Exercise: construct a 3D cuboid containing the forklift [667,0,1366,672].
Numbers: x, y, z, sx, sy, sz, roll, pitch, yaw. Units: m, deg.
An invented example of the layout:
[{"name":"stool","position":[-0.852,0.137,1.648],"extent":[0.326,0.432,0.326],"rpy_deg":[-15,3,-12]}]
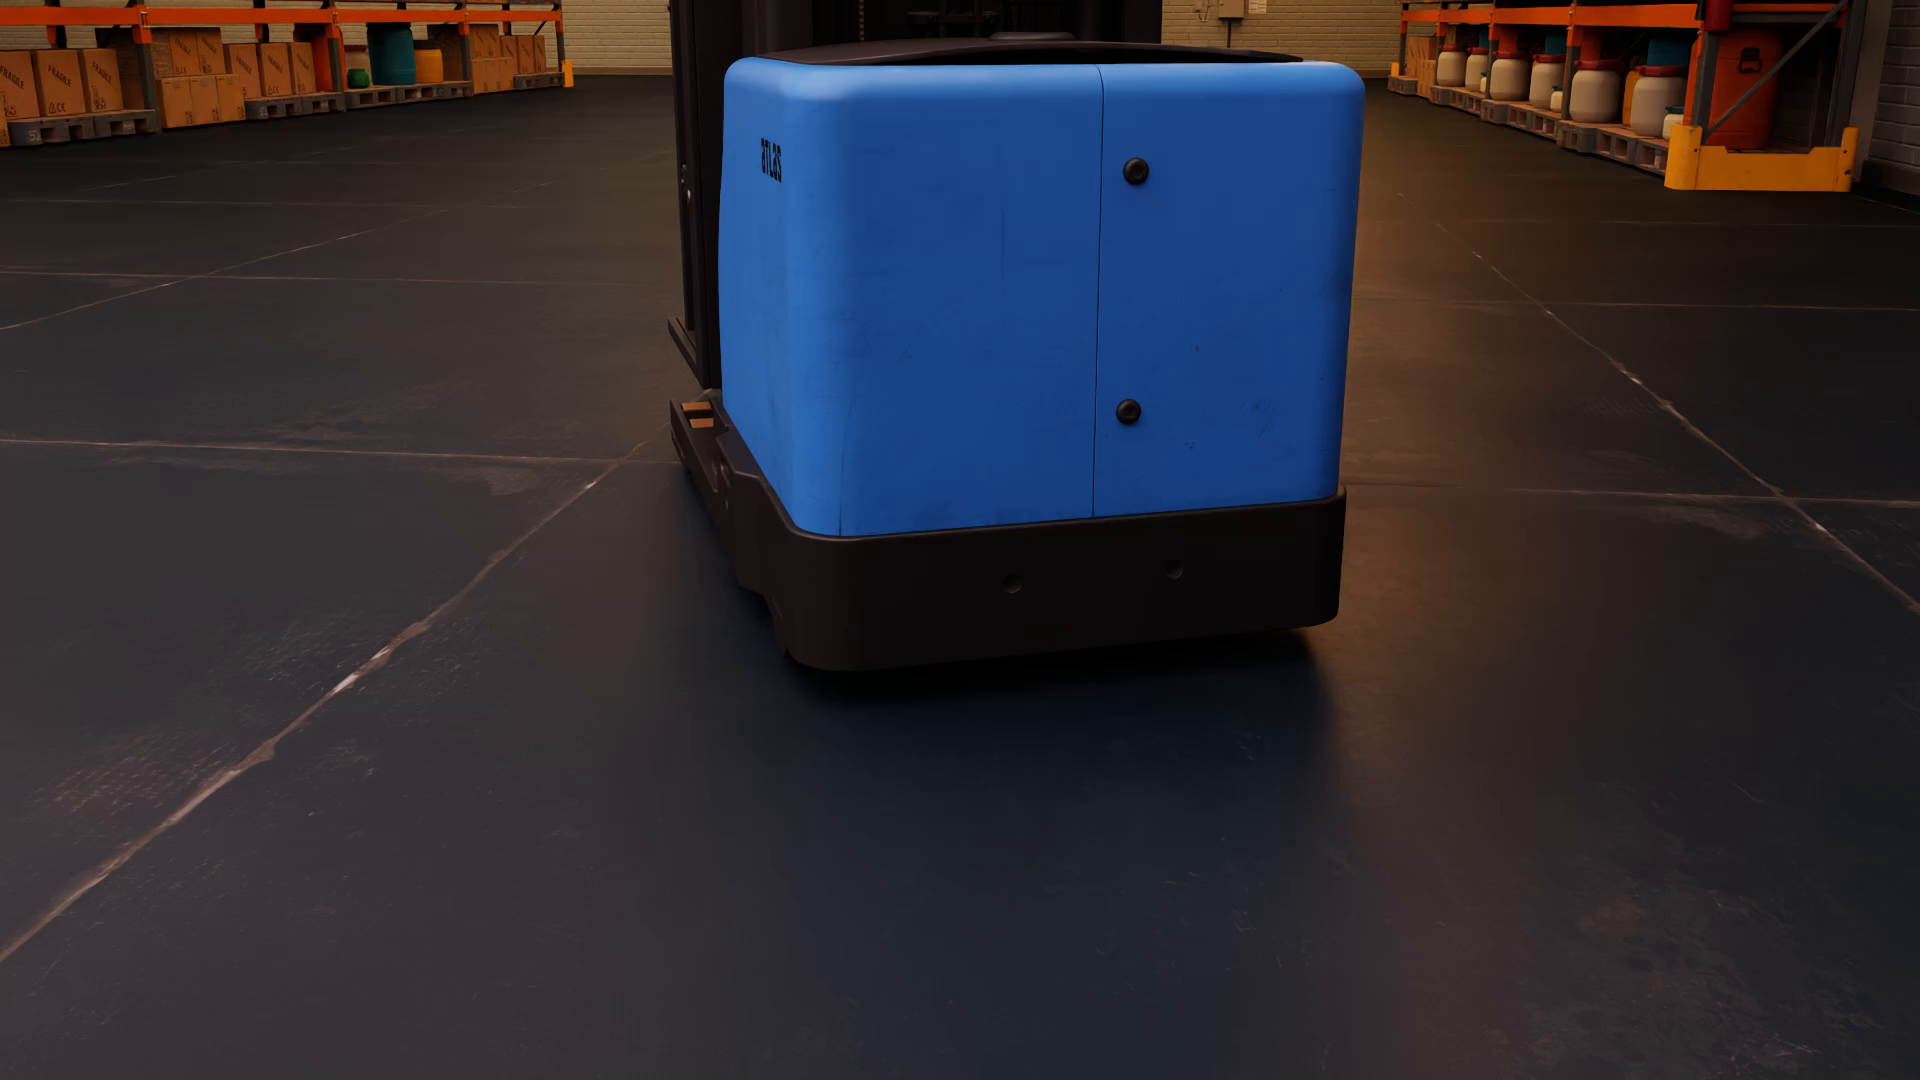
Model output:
[{"name":"forklift","position":[-0.159,-1.575,3.946],"extent":[1.130,2.935,3.031],"rpy_deg":[-5,18,-14]}]
